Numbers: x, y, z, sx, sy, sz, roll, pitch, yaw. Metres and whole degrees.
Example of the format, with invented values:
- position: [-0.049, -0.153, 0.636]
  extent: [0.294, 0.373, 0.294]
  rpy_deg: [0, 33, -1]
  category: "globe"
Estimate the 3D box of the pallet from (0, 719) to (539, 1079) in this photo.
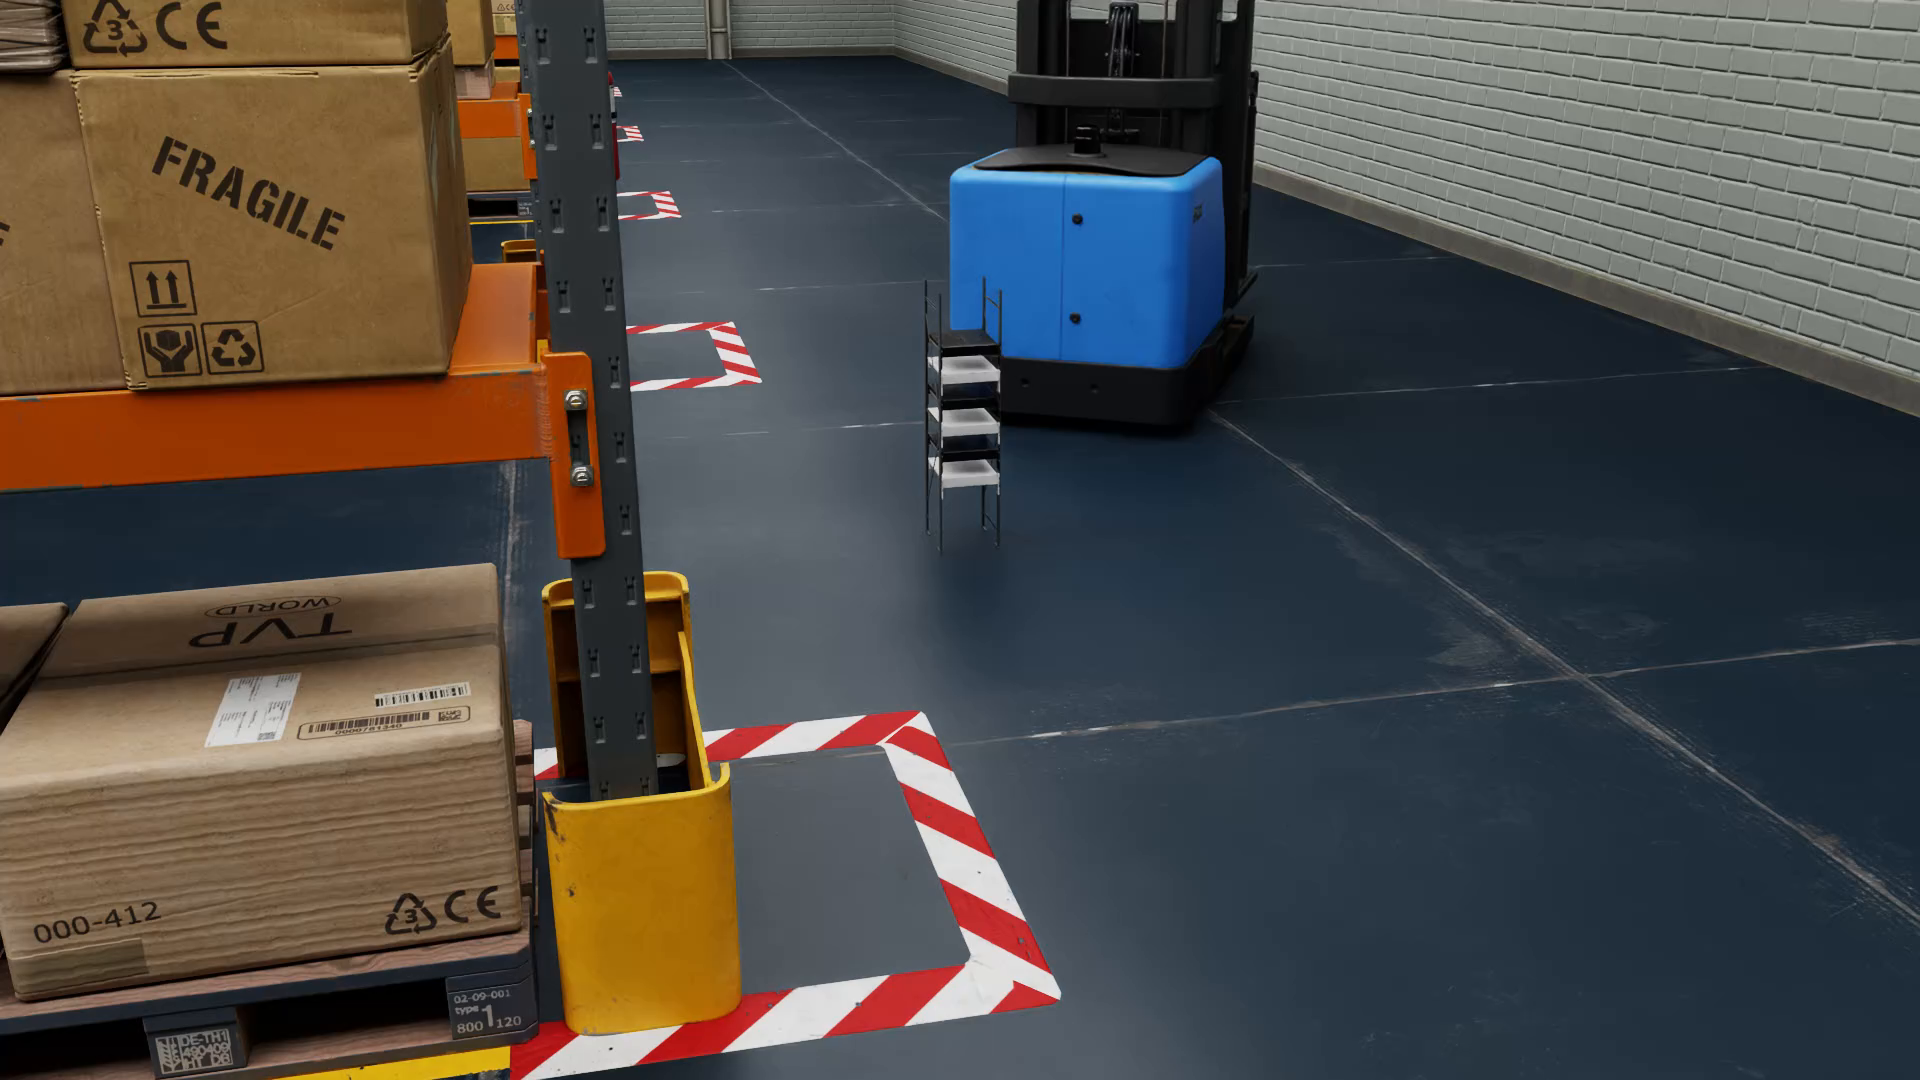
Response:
- position: [-1.507, 0.744, 3.476]
  extent: [1.213, 0.211, 1.003]
  rpy_deg: [-5, 21, -12]
  category: "pallet"

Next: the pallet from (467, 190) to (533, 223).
- position: [-3.788, -2.573, 12.532]
  extent: [1.213, 0.211, 1.003]
  rpy_deg: [-5, 21, -12]
  category: "pallet"

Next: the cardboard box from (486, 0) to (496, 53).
- position: [-2.485, -2.547, 7.829]
  extent: [0.500, 0.500, 0.500]
  rpy_deg: [-4, 20, -10]
  category: "cardboard box"

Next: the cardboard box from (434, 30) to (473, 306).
- position: [-1.280, -0.760, 3.382]
  extent: [0.500, 0.500, 0.500]
  rpy_deg: [-5, 21, -13]
  category: "cardboard box"

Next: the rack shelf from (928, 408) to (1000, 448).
- position: [0.008, -0.392, 5.673]
  extent: [0.200, 0.077, 0.258]
  rpy_deg: [-5, 21, -12]
  category: "rack shelf"

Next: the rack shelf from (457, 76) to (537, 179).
- position: [-3.931, -1.808, 7.434]
  extent: [4.000, 0.370, 1.077]
  rpy_deg: [-5, 21, -12]
  category: "rack shelf"

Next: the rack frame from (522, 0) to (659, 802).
- position: [-0.747, -0.655, 3.241]
  extent: [0.127, 3.000, 1.000]
  rpy_deg: [-5, 21, -12]
  category: "rack frame"

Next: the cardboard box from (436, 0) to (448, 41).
- position: [-1.280, -1.228, 3.208]
  extent: [0.500, 0.500, 0.500]
  rpy_deg: [-5, 21, -14]
  category: "cardboard box"

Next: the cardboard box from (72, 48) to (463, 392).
- position: [-1.156, -0.575, 2.878]
  extent: [0.500, 0.500, 0.500]
  rpy_deg: [-5, 21, -12]
  category: "cardboard box"

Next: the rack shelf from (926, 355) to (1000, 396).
- position: [0.008, -0.561, 5.611]
  extent: [0.200, 0.077, 0.258]
  rpy_deg: [-5, 21, -12]
  category: "rack shelf"

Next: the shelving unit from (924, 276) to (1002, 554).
- position: [0.008, -0.423, 5.662]
  extent: [0.210, 0.900, 0.258]
  rpy_deg: [-5, 21, -12]
  category: "shelving unit"

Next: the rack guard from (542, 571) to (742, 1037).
- position: [-0.724, 0.517, 3.676]
  extent: [0.348, 0.500, 1.175]
  rpy_deg: [-5, 21, -12]
  category: "rack guard"

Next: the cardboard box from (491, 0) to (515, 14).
- position: [-3.438, -3.914, 11.924]
  extent: [0.500, 0.250, 0.500]
  rpy_deg: [-5, 21, -13]
  category: "cardboard box"

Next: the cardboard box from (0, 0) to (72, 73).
- position: [-1.664, -1.002, 2.590]
  extent: [0.500, 0.500, 0.500]
  rpy_deg: [-5, 21, -12]
  category: "cardboard box"

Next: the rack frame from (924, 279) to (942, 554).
- position: [-0.091, -0.415, 5.640]
  extent: [0.006, 0.900, 0.240]
  rpy_deg: [-5, 21, -12]
  category: "rack frame"

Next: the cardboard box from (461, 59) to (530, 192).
- position: [-3.632, -3.094, 12.378]
  extent: [0.875, 0.875, 0.875]
  rpy_deg: [-5, 21, -12]
  category: "cardboard box"

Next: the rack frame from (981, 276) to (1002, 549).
- position: [0.107, -0.431, 5.684]
  extent: [0.006, 0.900, 0.240]
  rpy_deg: [-5, 21, -12]
  category: "rack frame"

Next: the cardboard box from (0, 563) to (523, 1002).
- position: [-1.367, 0.437, 3.375]
  extent: [0.875, 0.438, 0.875]
  rpy_deg: [-5, 21, -14]
  category: "cardboard box"

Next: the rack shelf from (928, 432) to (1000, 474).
- position: [0.008, -0.307, 5.704]
  extent: [0.200, 0.077, 0.258]
  rpy_deg: [-5, 21, -12]
  category: "rack shelf"

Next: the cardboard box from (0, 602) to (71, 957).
- position: [-2.255, 0.512, 3.170]
  extent: [0.875, 0.438, 0.875]
  rpy_deg: [-4, 21, -11]
  category: "cardboard box"

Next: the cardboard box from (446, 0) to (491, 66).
- position: [-2.363, -2.369, 7.342]
  extent: [0.500, 0.500, 0.500]
  rpy_deg: [-4, 21, -11]
  category: "cardboard box"

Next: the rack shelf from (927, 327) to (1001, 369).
- position: [0.008, -0.645, 5.580]
  extent: [0.200, 0.077, 0.258]
  rpy_deg: [-5, 21, -12]
  category: "rack shelf"

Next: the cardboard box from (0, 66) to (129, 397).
- position: [-1.648, -0.540, 2.783]
  extent: [0.500, 0.500, 0.500]
  rpy_deg: [-5, 21, -14]
  category: "cardboard box"

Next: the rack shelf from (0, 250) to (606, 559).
- position: [-2.694, -0.159, 2.932]
  extent: [4.000, 0.370, 1.077]
  rpy_deg: [-5, 21, -12]
  category: "rack shelf"

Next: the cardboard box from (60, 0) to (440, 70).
- position: [-1.162, -1.053, 2.730]
  extent: [0.500, 0.500, 0.500]
  rpy_deg: [-4, 20, -11]
  category: "cardboard box"

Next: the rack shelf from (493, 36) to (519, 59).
- position: [-4.974, -3.476, 11.988]
  extent: [4.000, 0.370, 1.077]
  rpy_deg: [-5, 21, -12]
  category: "rack shelf"

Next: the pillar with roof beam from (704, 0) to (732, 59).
- position: [-3.028, -10.825, 22.283]
  extent: [0.400, 9.000, 9.100]
  rpy_deg: [-5, 21, -12]
  category: "pillar with roof beam"

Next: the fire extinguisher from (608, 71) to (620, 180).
- position: [-1.633, -1.958, 7.452]
  extent: [0.183, 0.674, 0.296]
  rpy_deg: [-5, 21, -12]
  category: "fire extinguisher"

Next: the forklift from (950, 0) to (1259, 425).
- position: [0.873, -2.326, 7.904]
  extent: [1.130, 2.935, 3.031]
  rpy_deg: [6, 21, 16]
  category: "forklift"

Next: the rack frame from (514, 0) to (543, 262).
- position: [-1.985, -2.304, 7.742]
  extent: [0.127, 3.000, 1.000]
  rpy_deg: [-5, 21, -12]
  category: "rack frame"

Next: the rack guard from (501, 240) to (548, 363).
- position: [-2.059, -1.124, 8.156]
  extent: [0.348, 0.500, 1.175]
  rpy_deg: [-5, 21, -12]
  category: "rack guard"

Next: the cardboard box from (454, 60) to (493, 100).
- position: [-2.237, -2.065, 7.457]
  extent: [0.250, 0.149, 0.380]
  rpy_deg: [-5, 21, -12]
  category: "cardboard box"

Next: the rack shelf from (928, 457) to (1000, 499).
- position: [0.008, -0.223, 5.735]
  extent: [0.200, 0.077, 0.258]
  rpy_deg: [-5, 21, -12]
  category: "rack shelf"

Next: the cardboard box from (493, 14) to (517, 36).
- position: [-3.298, -3.716, 11.962]
  extent: [0.250, 0.149, 0.380]
  rpy_deg: [-4, 21, -11]
  category: "cardboard box"

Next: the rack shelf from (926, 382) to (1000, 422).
- position: [0.008, -0.476, 5.642]
  extent: [0.200, 0.077, 0.258]
  rpy_deg: [-5, 21, -12]
  category: "rack shelf"

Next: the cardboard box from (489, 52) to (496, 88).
- position: [-2.375, -2.270, 8.015]
  extent: [0.250, 0.149, 0.380]
  rpy_deg: [-5, 21, -13]
  category: "cardboard box"
